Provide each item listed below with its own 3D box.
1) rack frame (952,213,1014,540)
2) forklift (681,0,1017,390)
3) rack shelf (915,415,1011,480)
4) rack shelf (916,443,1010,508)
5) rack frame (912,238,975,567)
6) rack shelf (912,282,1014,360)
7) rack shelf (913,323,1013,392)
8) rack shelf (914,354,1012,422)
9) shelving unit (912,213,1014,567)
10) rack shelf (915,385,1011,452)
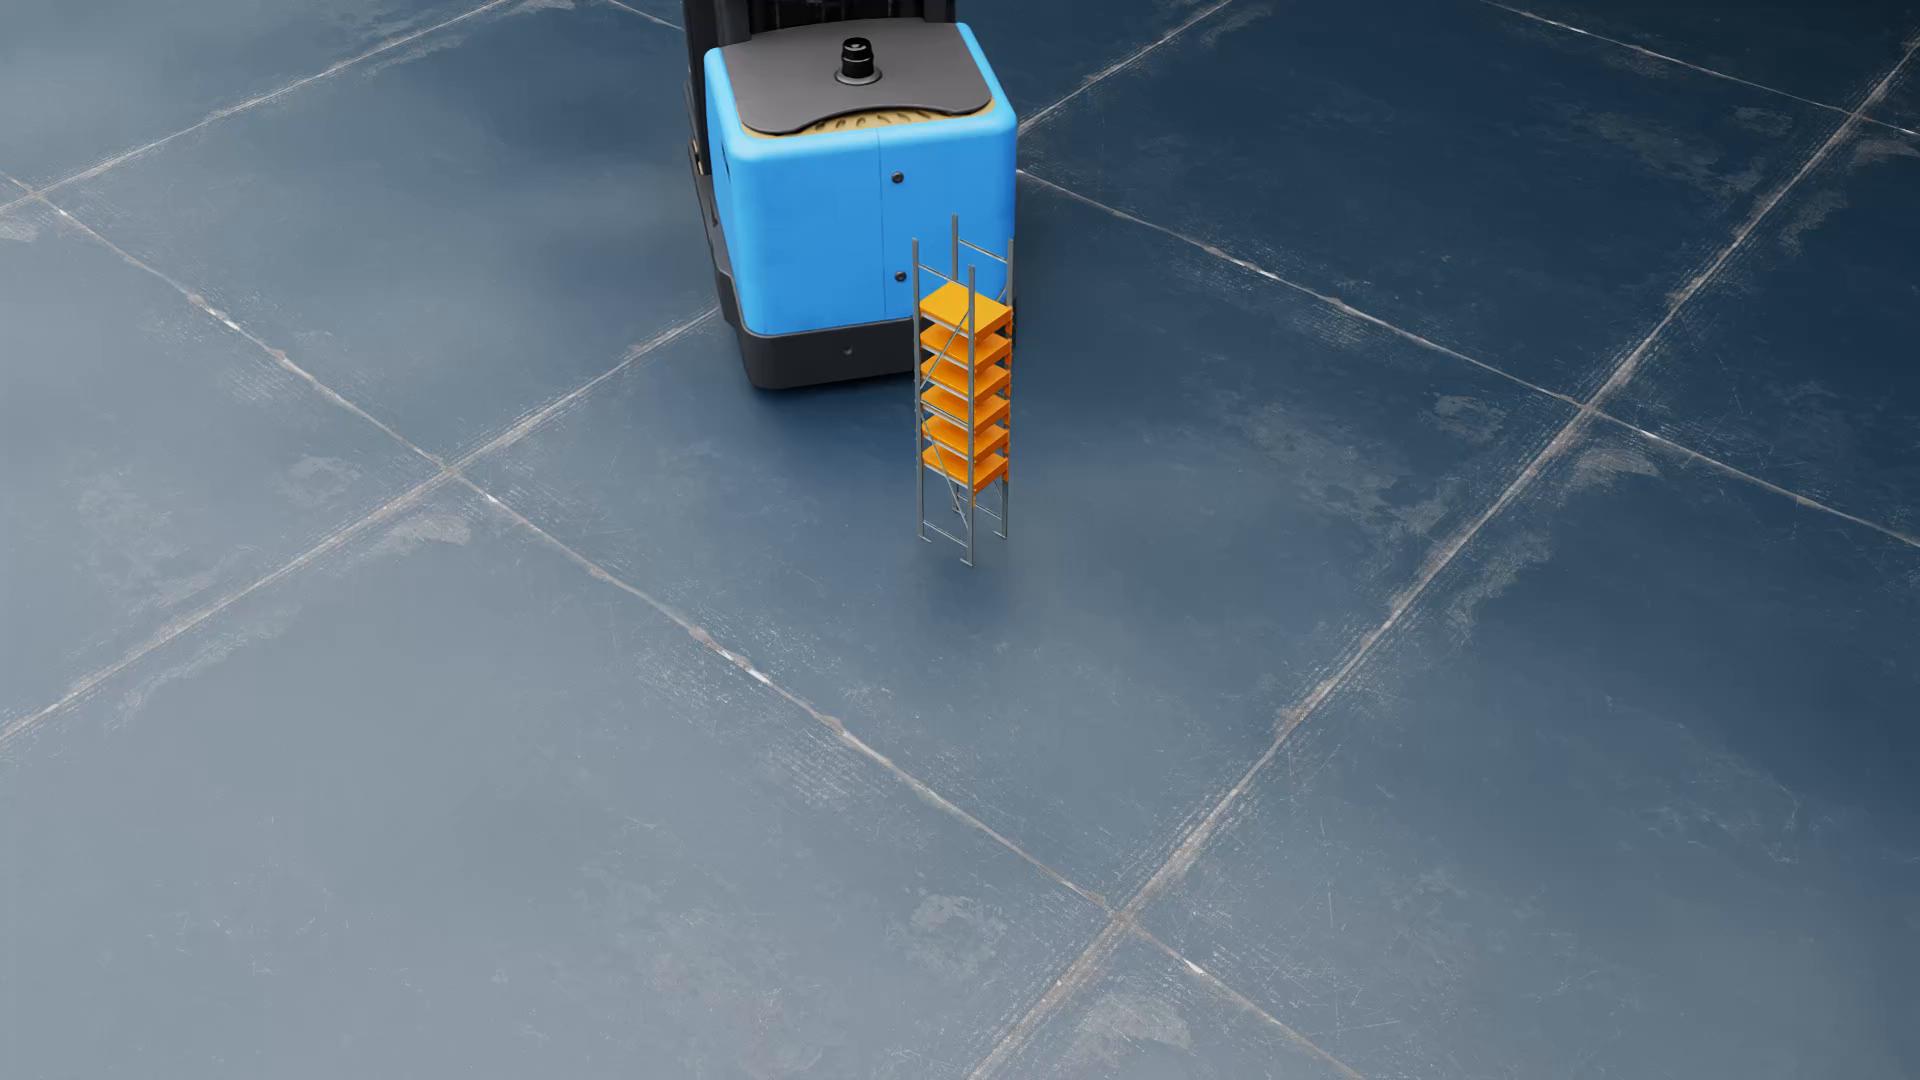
[{"bbox_3d":[0.068,-0.498,5.406,0.240,1.200,0.006,29,50,28],"label":"rack frame"},{"bbox_3d":[-0.616,-2.655,6.491,1.130,2.935,3.031,-9,43,-10],"label":"forklift"},{"bbox_3d":[0.009,-0.330,5.465,0.258,0.103,0.180,29,50,28],"label":"rack shelf"},{"bbox_3d":[0.009,-0.241,5.546,0.258,0.103,0.180,29,50,28],"label":"rack shelf"},{"bbox_3d":[-0.050,-0.404,5.303,0.240,1.200,0.006,29,50,28],"label":"rack frame"},{"bbox_3d":[0.009,-0.685,5.142,0.258,0.103,0.180,29,50,28],"label":"rack shelf"},{"bbox_3d":[0.009,-0.596,5.223,0.258,0.103,0.180,29,50,28],"label":"rack shelf"},{"bbox_3d":[0.009,-0.507,5.304,0.258,0.103,0.180,29,50,28],"label":"rack shelf"},{"bbox_3d":[0.009,-0.451,5.355,0.258,1.200,0.189,29,50,28],"label":"shelving unit"},{"bbox_3d":[0.009,-0.419,5.384,0.258,0.103,0.180,29,50,28],"label":"rack shelf"}]
